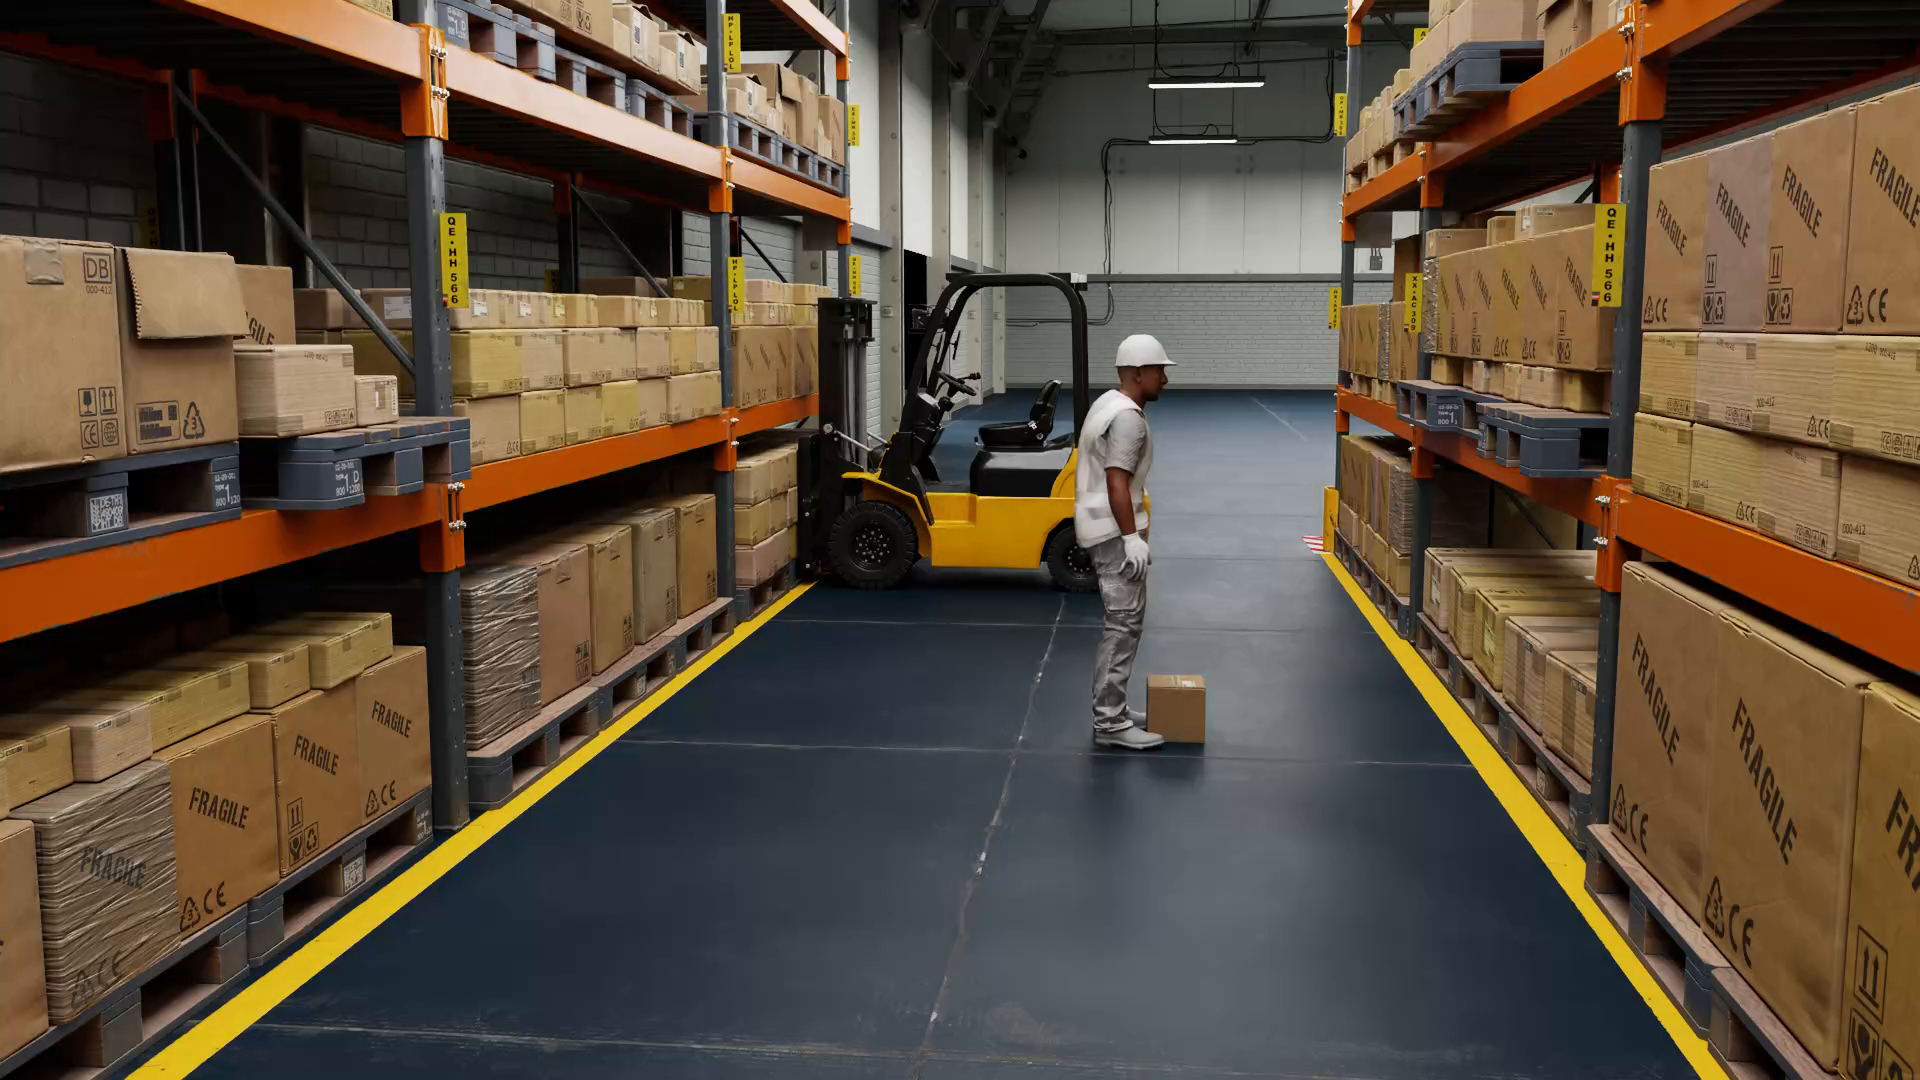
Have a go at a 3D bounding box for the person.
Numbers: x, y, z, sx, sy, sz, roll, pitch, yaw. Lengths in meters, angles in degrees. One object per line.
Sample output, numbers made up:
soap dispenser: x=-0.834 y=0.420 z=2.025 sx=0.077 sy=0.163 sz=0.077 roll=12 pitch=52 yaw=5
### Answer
person: x=0.724 y=-0.010 z=7.316 sx=0.445 sy=1.775 sz=0.629 roll=0 pitch=8 yaw=3
